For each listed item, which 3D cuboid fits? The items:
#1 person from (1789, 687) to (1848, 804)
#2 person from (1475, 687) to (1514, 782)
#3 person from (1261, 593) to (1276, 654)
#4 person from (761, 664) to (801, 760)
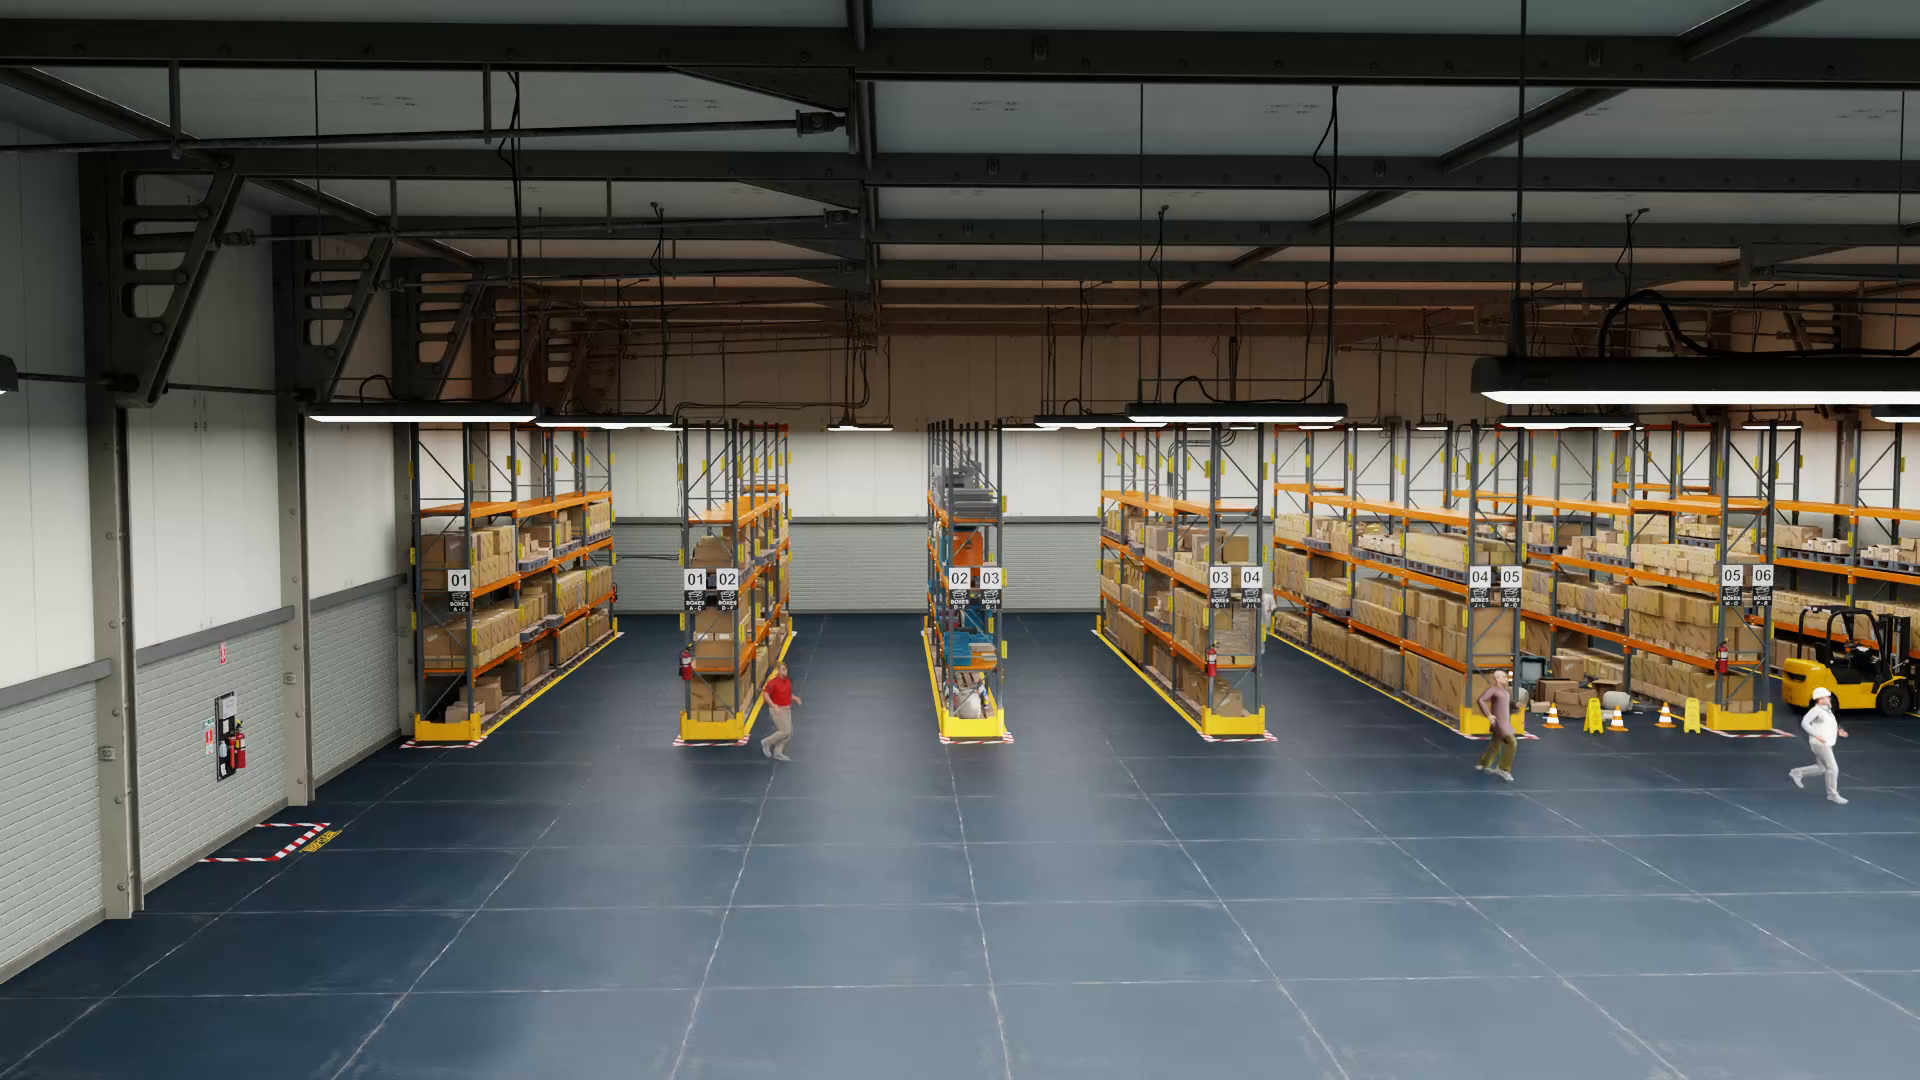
[{"bbox_3d":[13.434,3.189,26.000,0.880,1.771,0.540,3,5,42],"label":"person"},{"bbox_3d":[8.894,3.204,27.585,0.687,1.585,0.608,2,4,32],"label":"person"},{"bbox_3d":[7.930,2.184,43.561,0.700,1.532,0.898,0,4,5],"label":"person"},{"bbox_3d":[-3.118,3.046,29.180,0.631,1.634,0.649,2,4,26],"label":"person"}]
